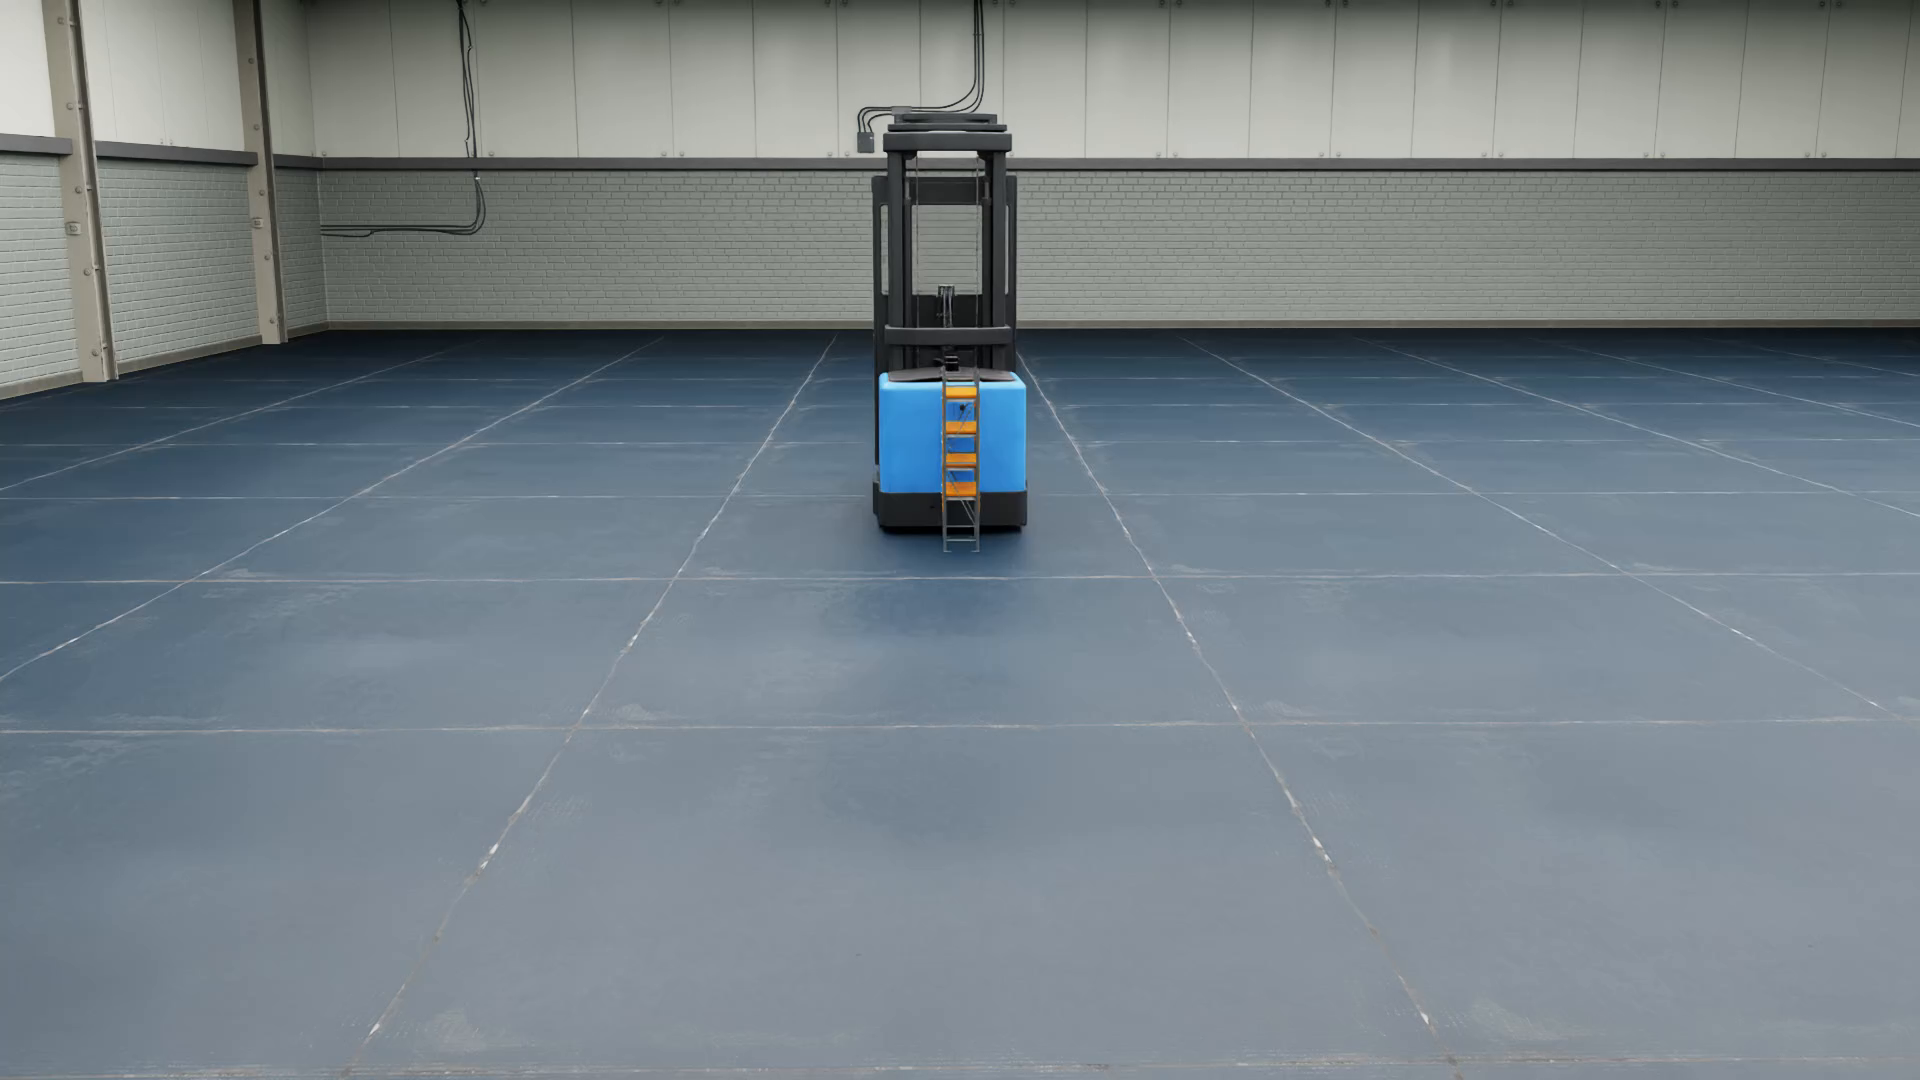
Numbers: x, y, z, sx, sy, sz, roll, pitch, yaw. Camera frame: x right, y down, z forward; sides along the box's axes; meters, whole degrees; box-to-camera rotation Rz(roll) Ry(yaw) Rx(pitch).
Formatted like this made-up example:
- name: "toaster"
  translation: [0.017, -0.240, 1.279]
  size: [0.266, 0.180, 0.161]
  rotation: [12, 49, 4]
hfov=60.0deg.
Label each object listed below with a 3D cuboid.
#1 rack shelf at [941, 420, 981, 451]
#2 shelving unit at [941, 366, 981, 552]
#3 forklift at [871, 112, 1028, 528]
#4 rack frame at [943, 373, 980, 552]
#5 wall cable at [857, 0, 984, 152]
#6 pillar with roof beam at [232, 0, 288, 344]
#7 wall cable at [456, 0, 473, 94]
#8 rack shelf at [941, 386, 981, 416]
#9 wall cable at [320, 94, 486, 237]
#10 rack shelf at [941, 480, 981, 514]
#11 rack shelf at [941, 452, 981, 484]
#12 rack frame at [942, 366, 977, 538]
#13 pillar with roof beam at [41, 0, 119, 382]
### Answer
- name: "rack shelf"
  translation: [0.003, -0.708, 11.247]
  size: [0.258, 0.148, 0.480]
  rotation: [0, 11, -1]
- name: "shelving unit"
  translation: [0.003, -0.555, 11.278]
  size: [0.258, 1.200, 0.503]
  rotation: [0, 11, -1]
- name: "forklift"
  translation: [-0.130, -1.765, 12.885]
  size: [1.130, 2.935, 3.031]
  rotation: [-1, 11, -3]
- name: "rack frame"
  translation: [0.008, -0.507, 11.039]
  size: [0.240, 1.200, 0.015]
  rotation: [0, 11, -1]
- name: "wall cable"
  translation: [-0.711, -9.999, 29.660]
  size: [2.305, 6.003, 0.169]
  rotation: [0, 11, -1]
- name: "pillar with roof beam"
  translation: [-7.160, -7.723, 26.996]
  size: [9.100, 9.000, 0.400]
  rotation: [0, 11, -1]
- name: "wall cable"
  translation: [-7.498, -9.261, 29.683]
  size: [3.097, 2.526, 0.112]
  rotation: [0, 11, -1]
- name: "rack shelf"
  translation: [0.003, -0.940, 11.199]
  size: [0.258, 0.148, 0.480]
  rotation: [0, 11, -1]
- name: "wall cable"
  translation: [-10.203, -6.775, 30.131]
  size: [3.097, 2.526, 0.112]
  rotation: [0, 11, -1]
- name: "rack shelf"
  translation: [0.003, -0.295, 11.330]
  size: [0.258, 0.148, 0.480]
  rotation: [0, 11, -1]
- name: "rack shelf"
  translation: [0.003, -0.489, 11.291]
  size: [0.258, 0.148, 0.480]
  rotation: [0, 11, -1]
- name: "rack frame"
  translation: [-0.002, -0.604, 11.517]
  size: [0.240, 1.200, 0.015]
  rotation: [0, 11, -1]
- name: "pillar with roof beam"
  translation: [-7.036, -6.531, 21.117]
  size: [9.100, 9.000, 0.400]
  rotation: [0, 11, -1]
